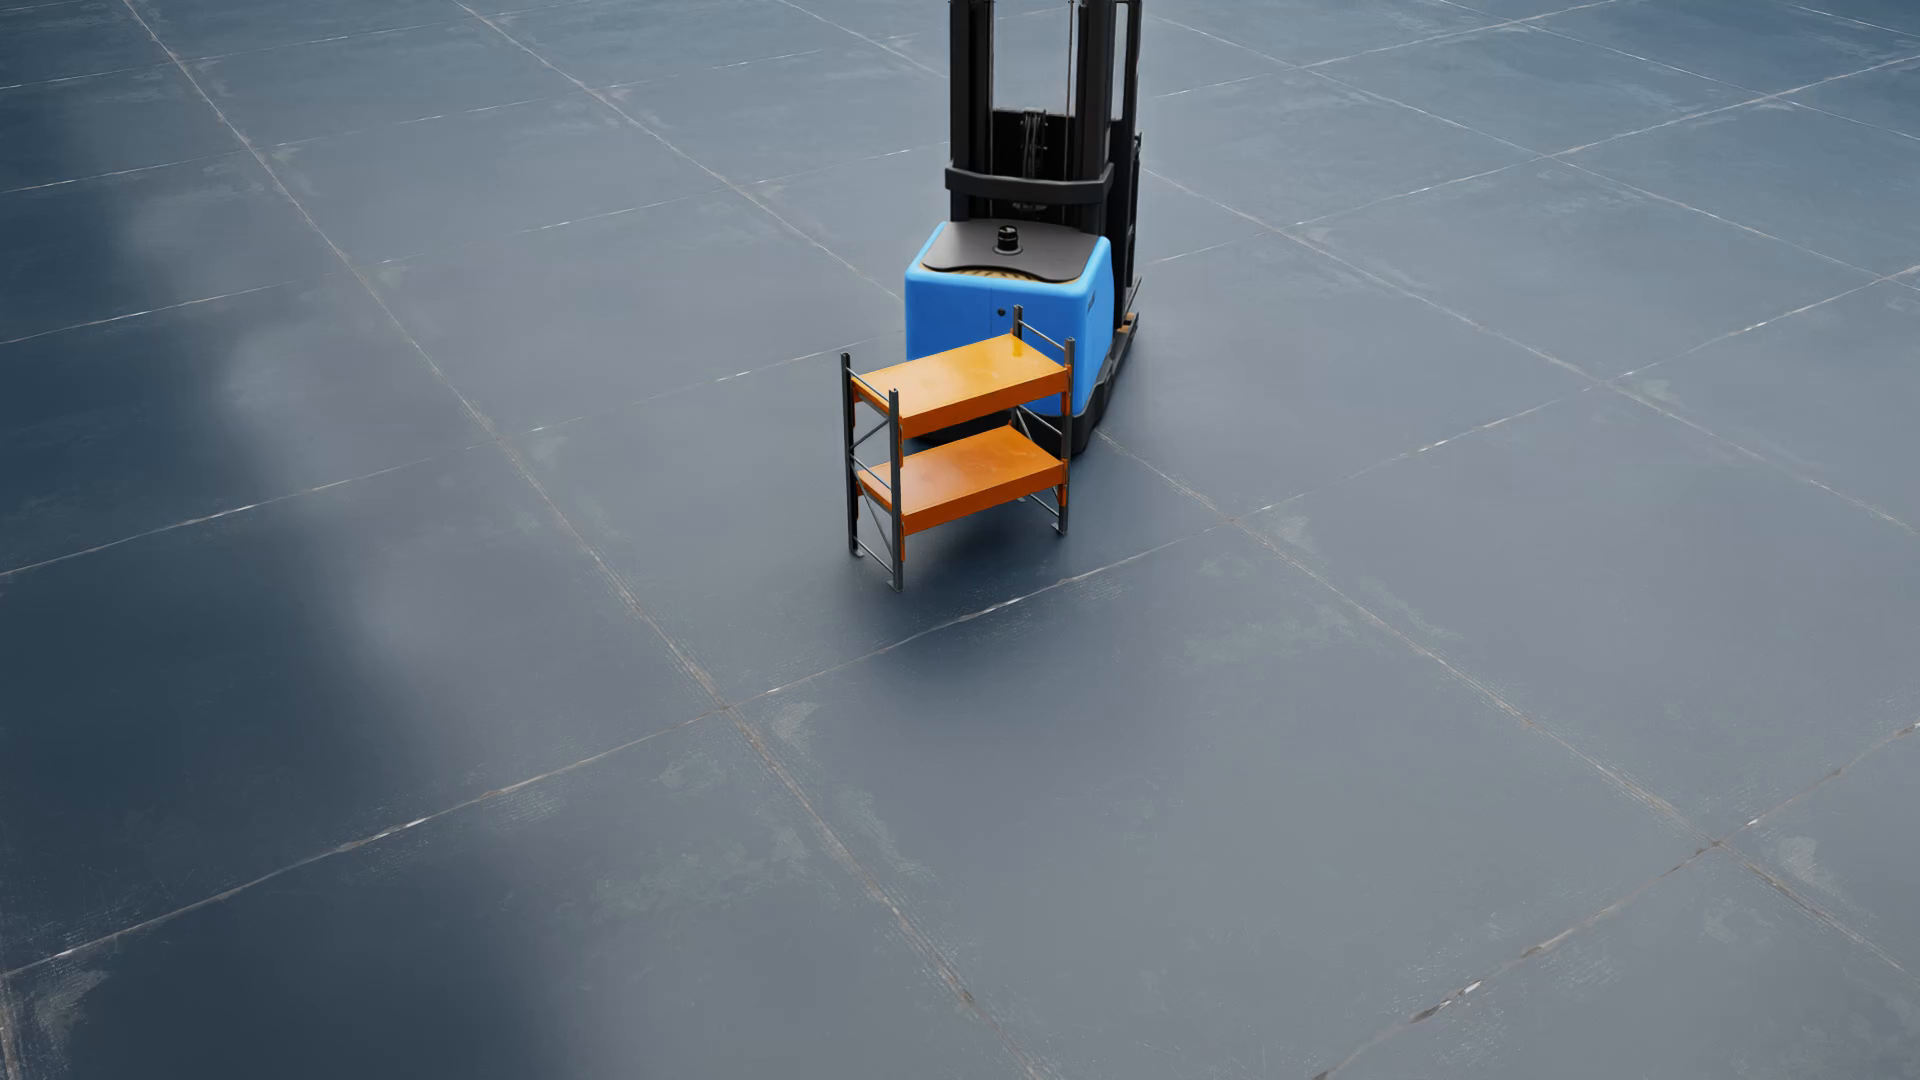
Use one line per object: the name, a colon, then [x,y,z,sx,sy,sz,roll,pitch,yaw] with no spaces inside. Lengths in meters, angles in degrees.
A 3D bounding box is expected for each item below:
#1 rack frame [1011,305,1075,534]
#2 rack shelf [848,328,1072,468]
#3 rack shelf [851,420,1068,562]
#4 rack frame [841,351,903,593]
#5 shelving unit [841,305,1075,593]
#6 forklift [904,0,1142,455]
rack frame: [0.422,-0.621,8.680,0.032,1.125,0.500,-19,37,-27]
rack shelf: [-0.006,-0.721,8.291,1.000,0.278,0.538,-19,37,-27]
rack shelf: [-0.006,-0.267,8.577,1.000,0.278,0.538,-19,37,-27]
rack frame: [-0.433,-0.327,8.214,0.032,1.125,0.500,-19,37,-27]
shelving unit: [-0.006,-0.474,8.447,1.048,1.125,0.538,-19,37,-27]
forklift: [0.541,-2.495,9.958,1.130,2.935,3.031,8,33,12]
